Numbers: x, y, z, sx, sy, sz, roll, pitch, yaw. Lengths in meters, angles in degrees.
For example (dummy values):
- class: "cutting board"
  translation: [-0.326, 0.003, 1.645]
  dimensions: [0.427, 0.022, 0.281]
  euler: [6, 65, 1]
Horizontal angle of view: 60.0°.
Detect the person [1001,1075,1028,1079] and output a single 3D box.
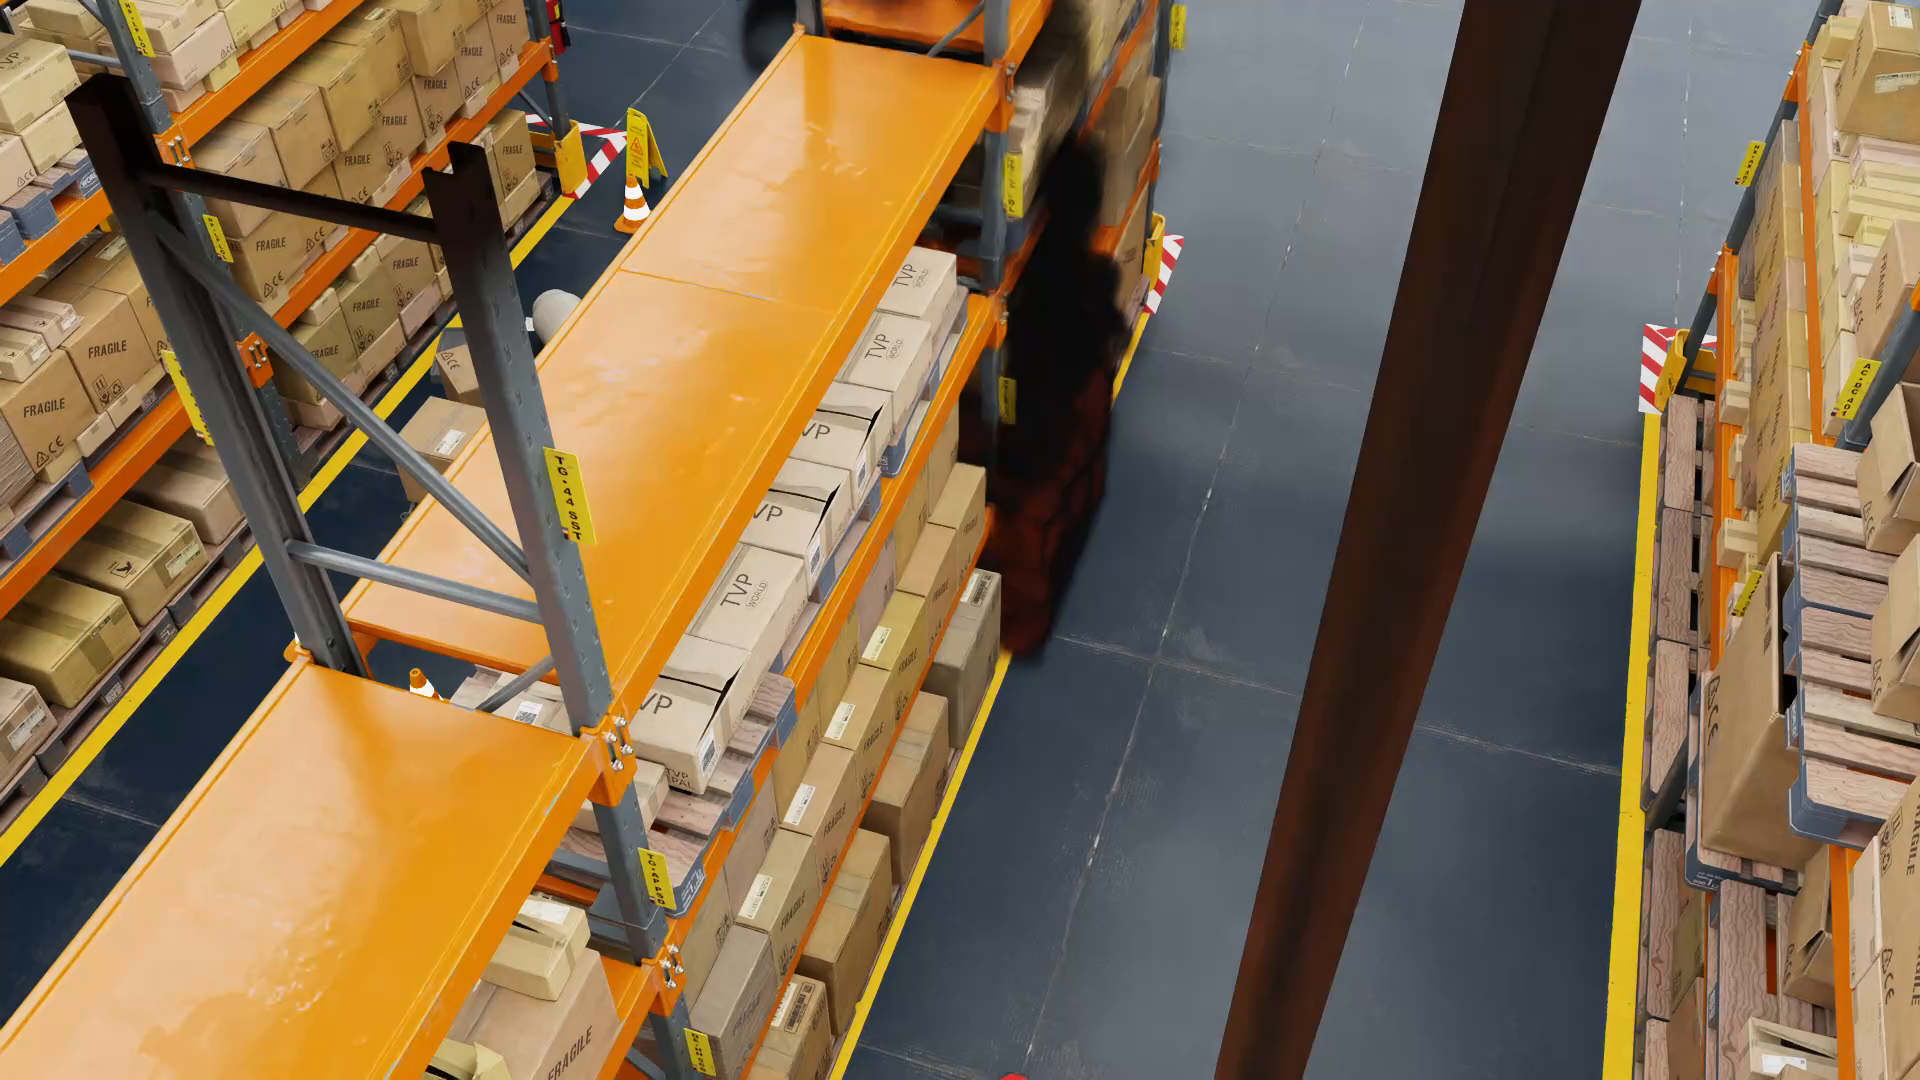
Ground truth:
- class: "person"
  translation: [0.164, 2.835, 7.064]
  dimensions: [0.646, 1.601, 0.849]
  euler: [12, 47, 11]
